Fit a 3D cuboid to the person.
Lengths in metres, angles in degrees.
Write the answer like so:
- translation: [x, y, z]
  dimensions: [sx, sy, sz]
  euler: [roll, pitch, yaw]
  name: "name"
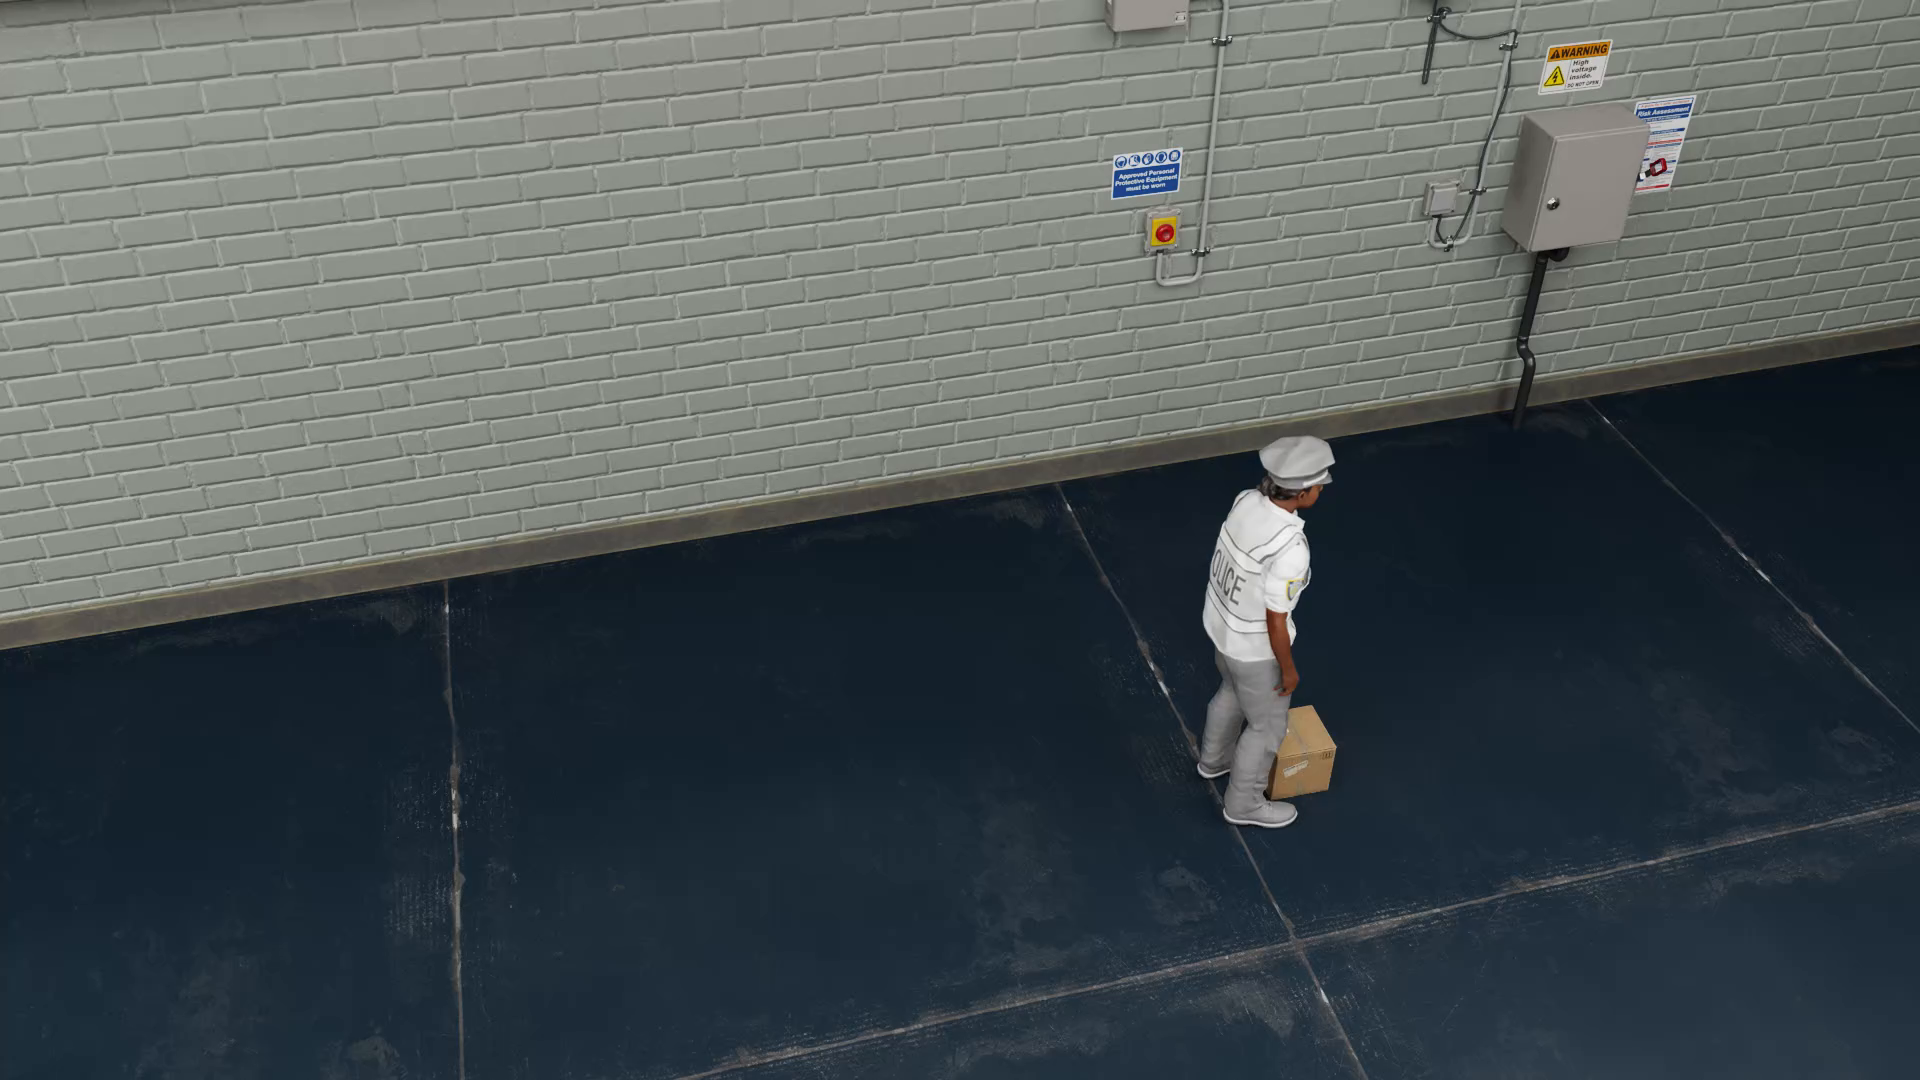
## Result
- translation: [1.125, 0.359, 6.261]
  dimensions: [0.392, 1.659, 0.505]
  euler: [-9, 39, -11]
  name: "person"
